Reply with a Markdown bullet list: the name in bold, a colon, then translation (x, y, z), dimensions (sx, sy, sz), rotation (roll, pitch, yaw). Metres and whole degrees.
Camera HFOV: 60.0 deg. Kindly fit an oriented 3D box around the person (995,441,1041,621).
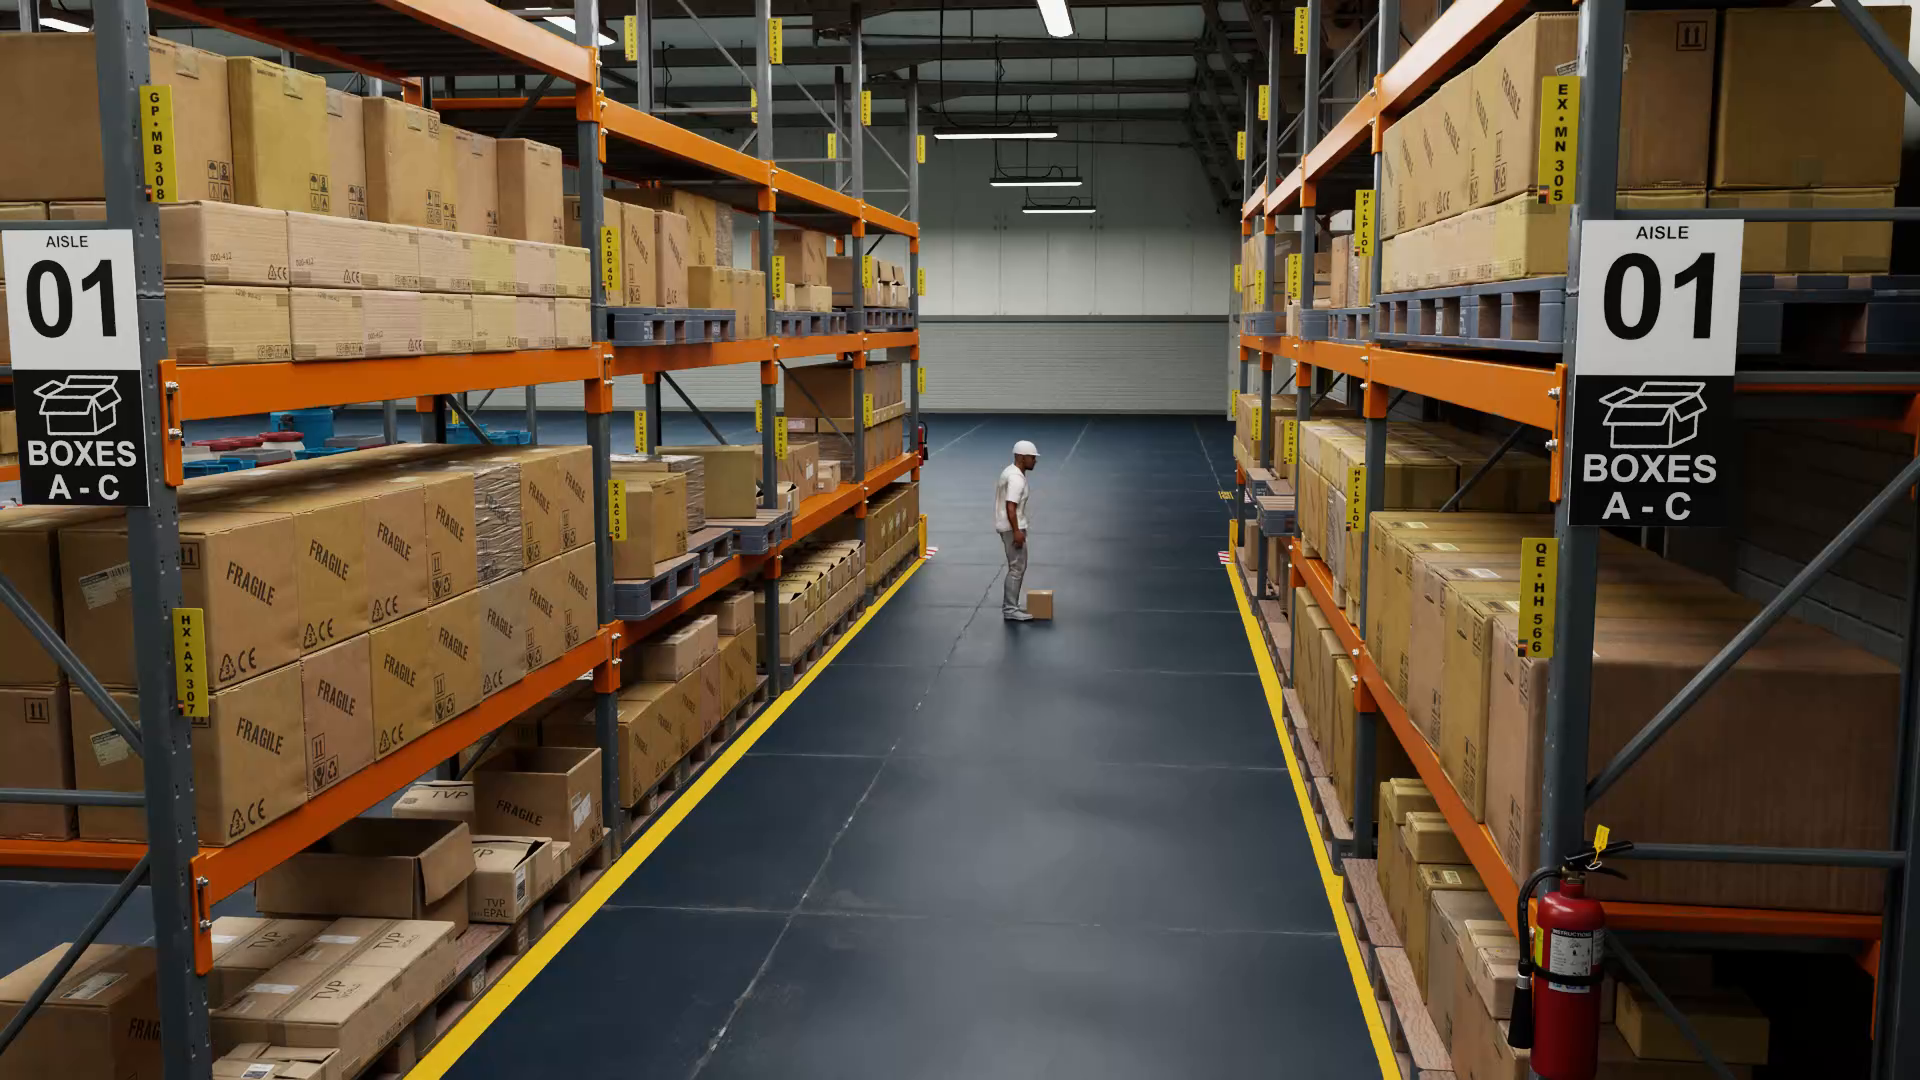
- **person**: translation (0.576, -0.106, 16.524), dimensions (0.463, 1.760, 0.632), rotation (1, 8, 5)
